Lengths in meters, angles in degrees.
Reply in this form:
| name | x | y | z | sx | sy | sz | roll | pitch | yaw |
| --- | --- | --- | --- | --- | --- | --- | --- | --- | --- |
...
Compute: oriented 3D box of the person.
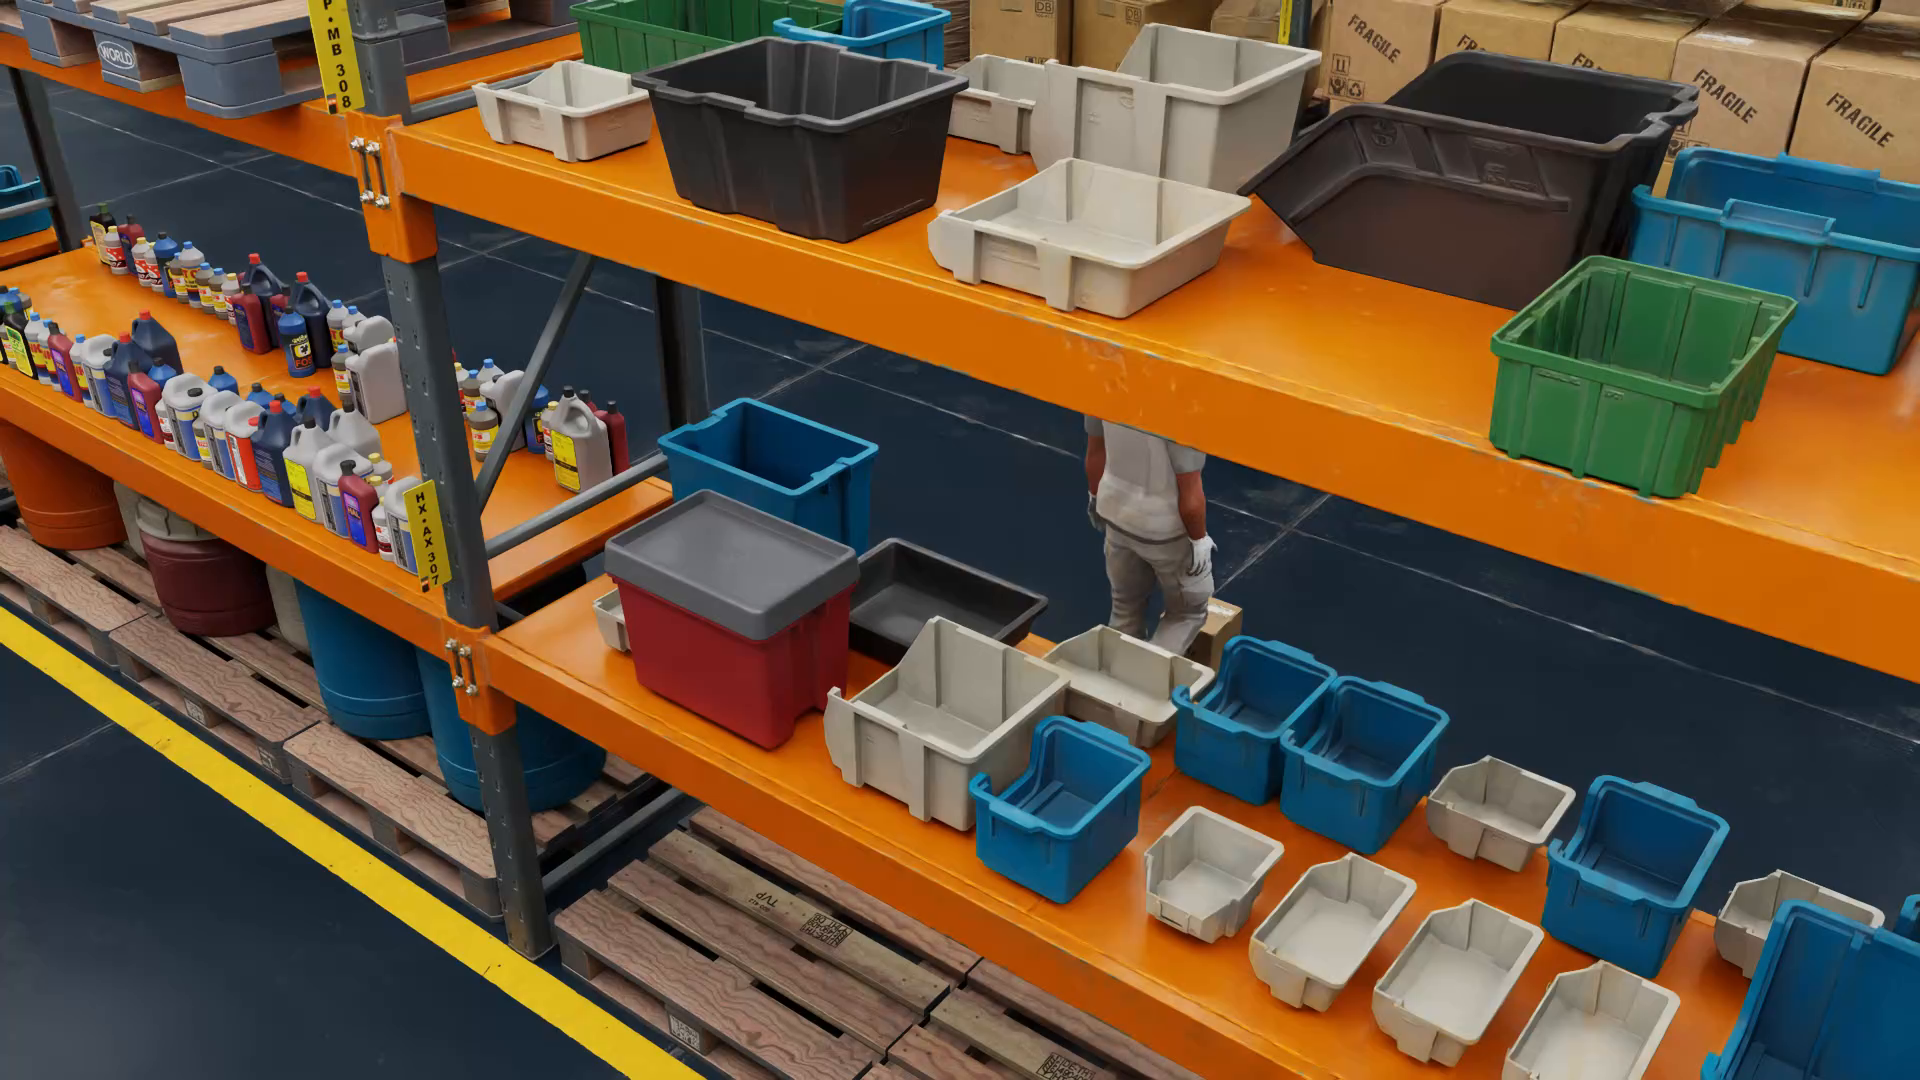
| name | x | y | z | sx | sy | sz | roll | pitch | yaw |
| --- | --- | --- | --- | --- | --- | --- | --- | --- | --- |
| person | 0.713 | -0.071 | 6.227 | 0.466 | 1.819 | 0.565 | -25 | 39 | -36 |
